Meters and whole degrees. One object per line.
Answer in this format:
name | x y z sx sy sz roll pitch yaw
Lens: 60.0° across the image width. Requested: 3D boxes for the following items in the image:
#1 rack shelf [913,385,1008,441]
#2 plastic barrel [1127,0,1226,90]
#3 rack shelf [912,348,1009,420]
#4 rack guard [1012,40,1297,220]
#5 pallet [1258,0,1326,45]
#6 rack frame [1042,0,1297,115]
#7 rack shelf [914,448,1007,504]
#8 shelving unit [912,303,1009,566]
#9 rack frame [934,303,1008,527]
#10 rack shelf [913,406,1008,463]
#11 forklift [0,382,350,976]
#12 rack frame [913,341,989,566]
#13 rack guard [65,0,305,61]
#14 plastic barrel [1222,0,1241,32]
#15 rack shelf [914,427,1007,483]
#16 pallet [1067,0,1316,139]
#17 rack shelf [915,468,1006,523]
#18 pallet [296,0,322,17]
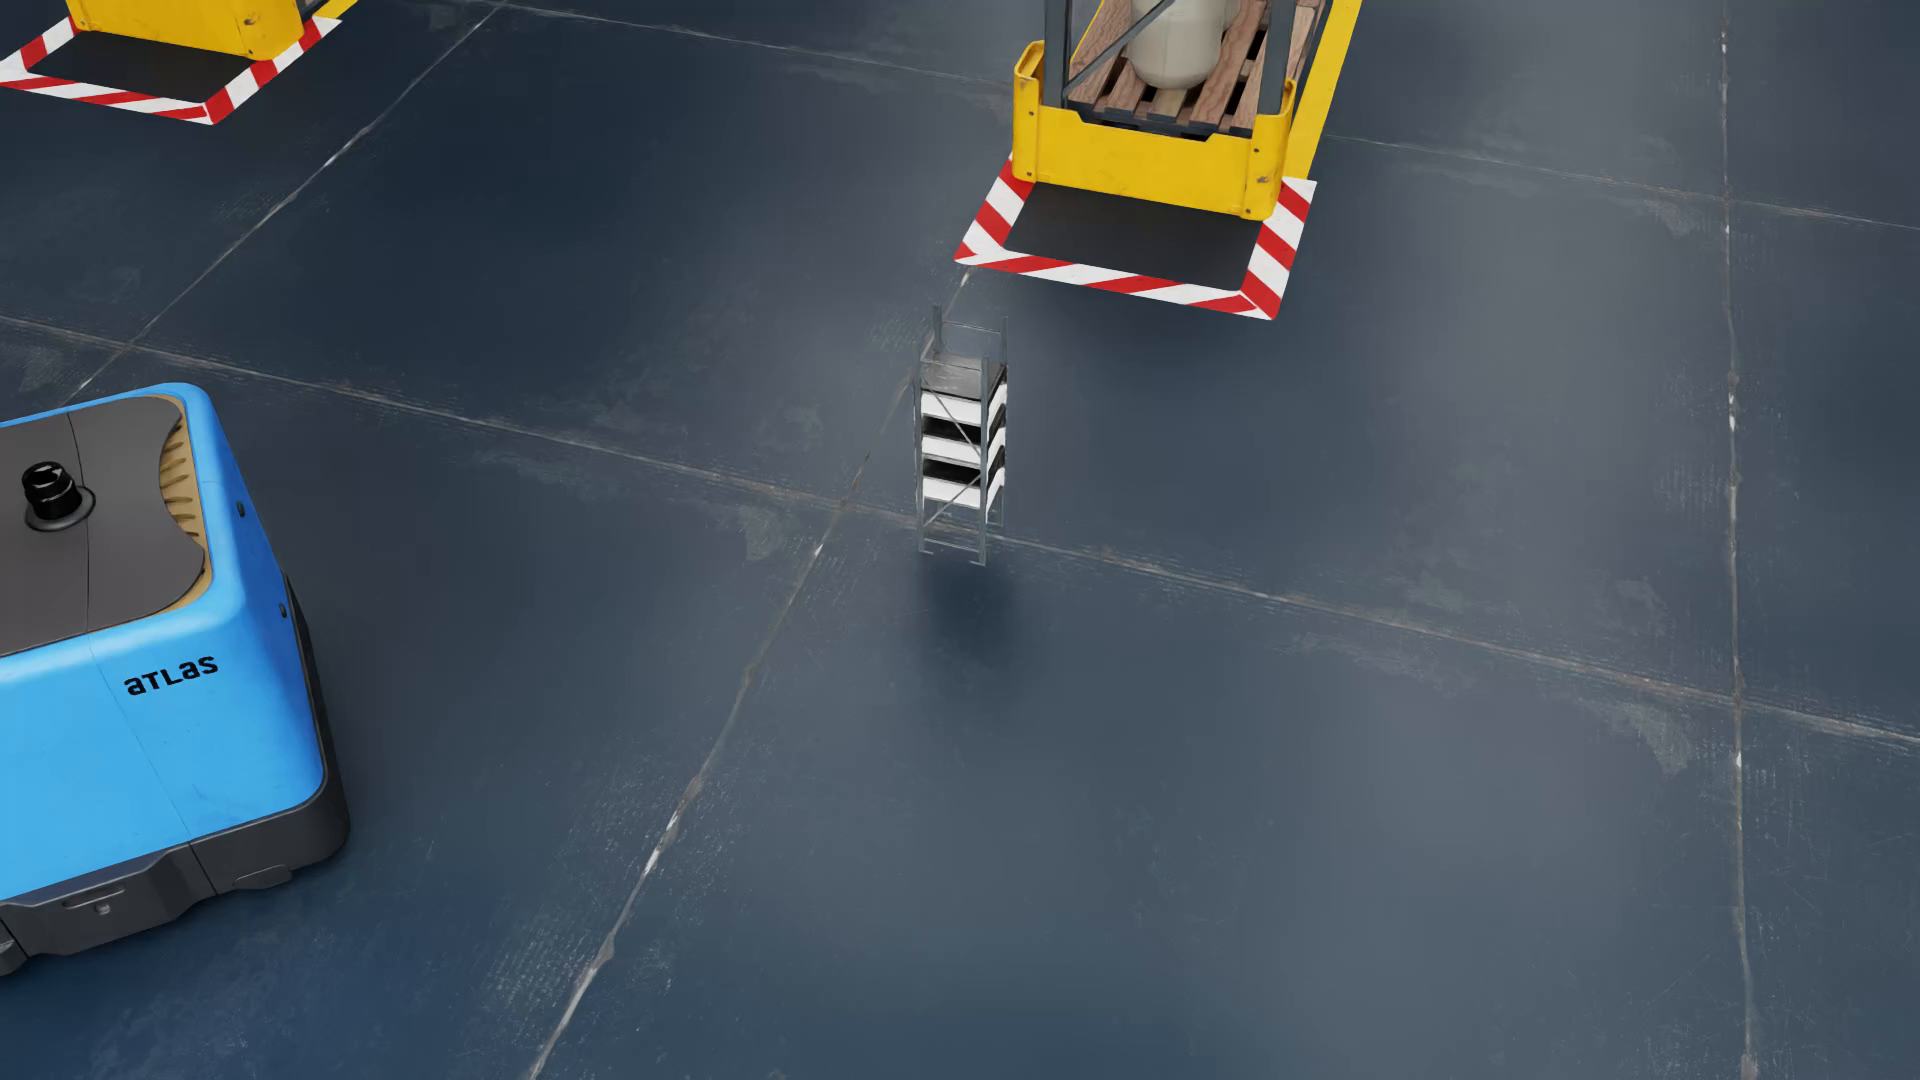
rack shelf | 0.002 -0.432 5.338 0.258 0.077 0.200 13 46 12
plastic barrel | 0.972 -2.328 7.463 0.421 0.512 0.421 0 44 0
rack shelf | 0.002 -0.496 5.275 0.258 0.077 0.200 13 46 12
rack guard | 0.823 -1.780 7.211 1.175 0.500 0.348 13 46 13
pallet | 1.446 -3.027 8.693 1.003 0.211 1.213 13 46 13
rack frame | 0.845 -2.613 6.275 1.000 3.000 0.127 13 46 13
rack shelf | 0.002 -0.239 5.527 0.258 0.077 0.200 13 46 12
shelving unit | 0.002 -0.327 5.441 0.258 0.900 0.210 13 46 12
rack frame | 0.033 -0.395 5.510 0.240 0.900 0.006 13 46 12
rack shelf | 0.002 -0.368 5.401 0.258 0.077 0.200 13 46 12
forklift | -3.321 -0.021 3.676 3.031 2.935 1.130 -17 47 -17
rack frame | -0.028 -0.259 5.372 0.240 0.900 0.006 13 46 12
rack guard | -3.882 -2.755 8.208 1.175 0.500 0.348 13 46 13
plastic barrel | 1.123 -2.662 7.805 0.421 0.512 0.421 0 44 0
rack shelf | 0.002 -0.303 5.464 0.258 0.077 0.200 13 46 12
pallet | 1.074 -2.217 7.865 1.003 0.211 1.213 13 46 13
rack shelf | 0.002 -0.175 5.590 0.258 0.077 0.200 13 46 12
pallet | -3.683 -3.186 8.855 1.003 0.211 1.213 13 46 13
